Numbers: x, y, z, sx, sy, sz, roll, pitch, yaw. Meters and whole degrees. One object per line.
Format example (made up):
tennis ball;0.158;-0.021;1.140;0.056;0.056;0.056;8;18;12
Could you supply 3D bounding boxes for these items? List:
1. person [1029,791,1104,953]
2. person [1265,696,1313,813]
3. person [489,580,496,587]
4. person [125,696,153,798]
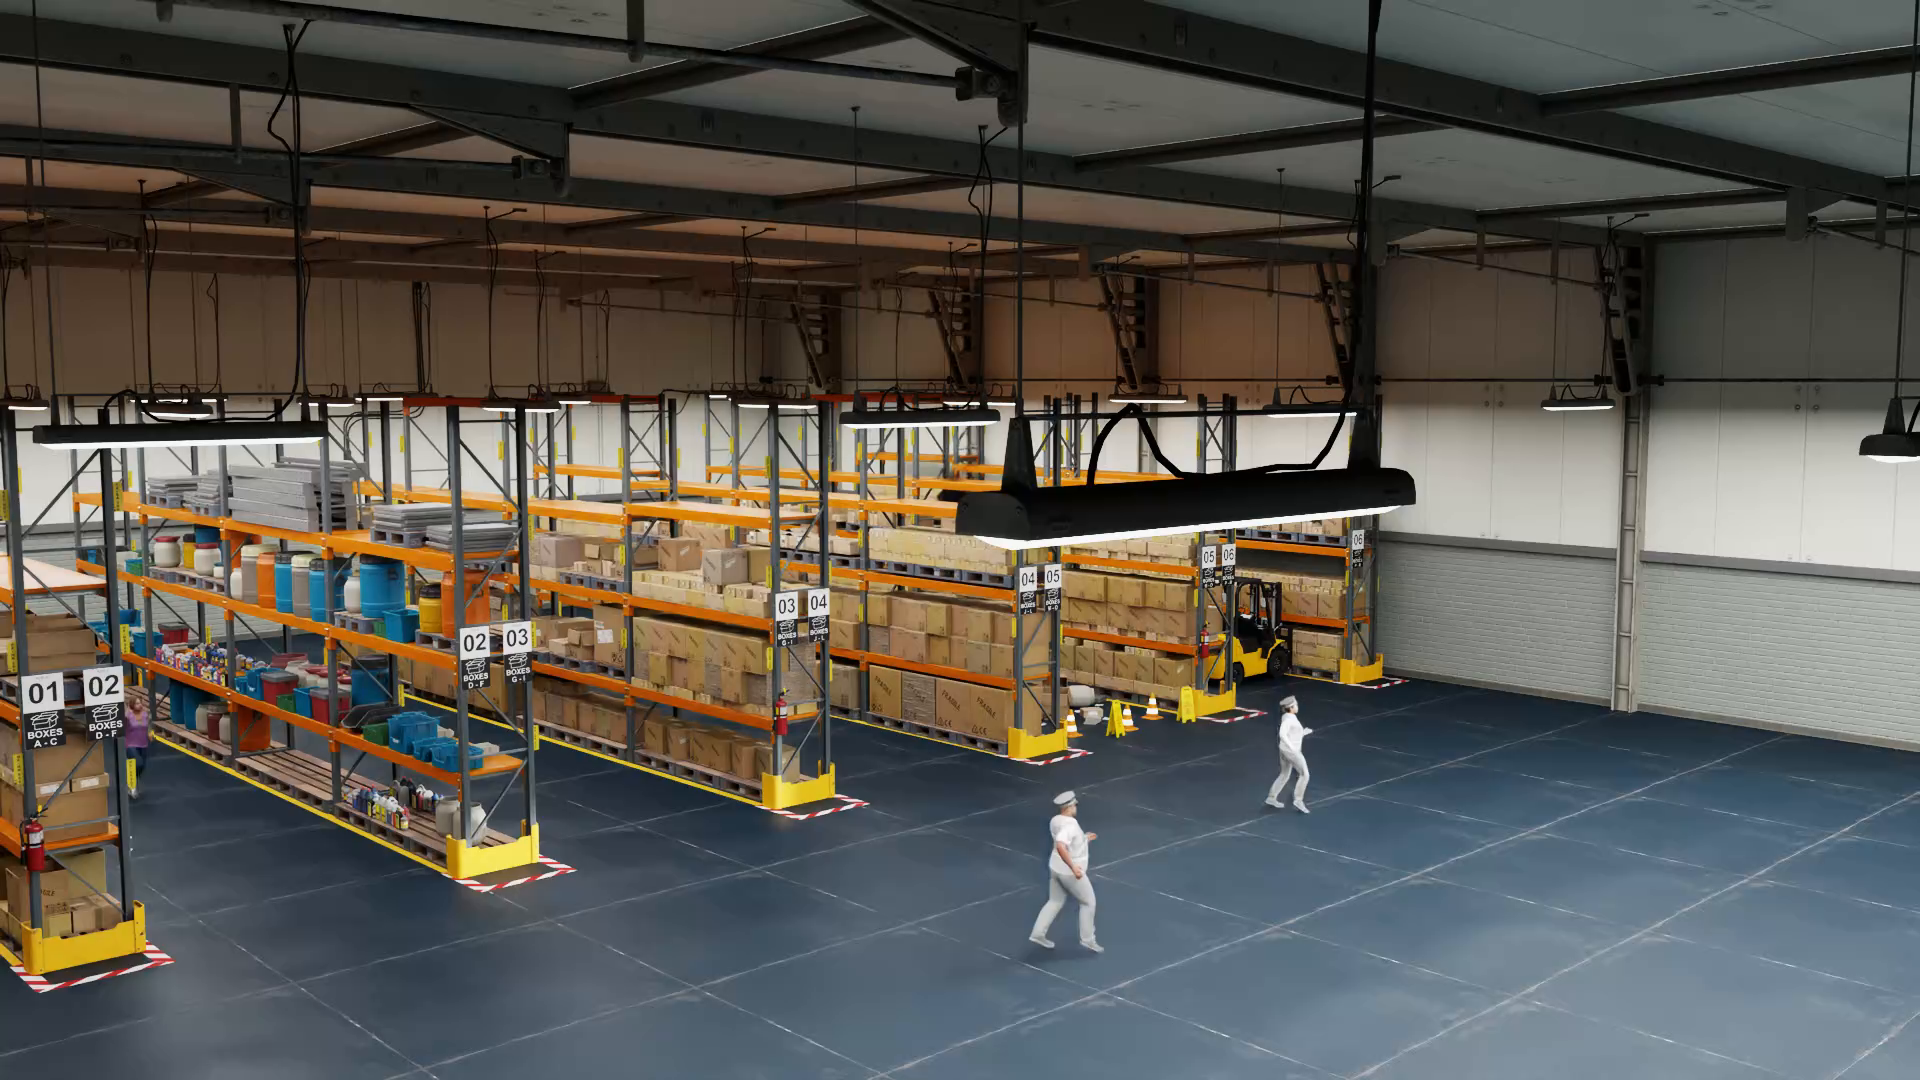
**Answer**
person;1.174;3.676;18.303;0.837;1.839;0.640;-3;6;-27
person;4.841;3.140;24.331;0.684;1.748;0.593;-1;6;-8
person;-10.896;1.756;38.586;0.761;1.702;0.672;-1;6;-12
person;-12.443;3.120;25.107;0.715;1.545;0.460;4;7;34
